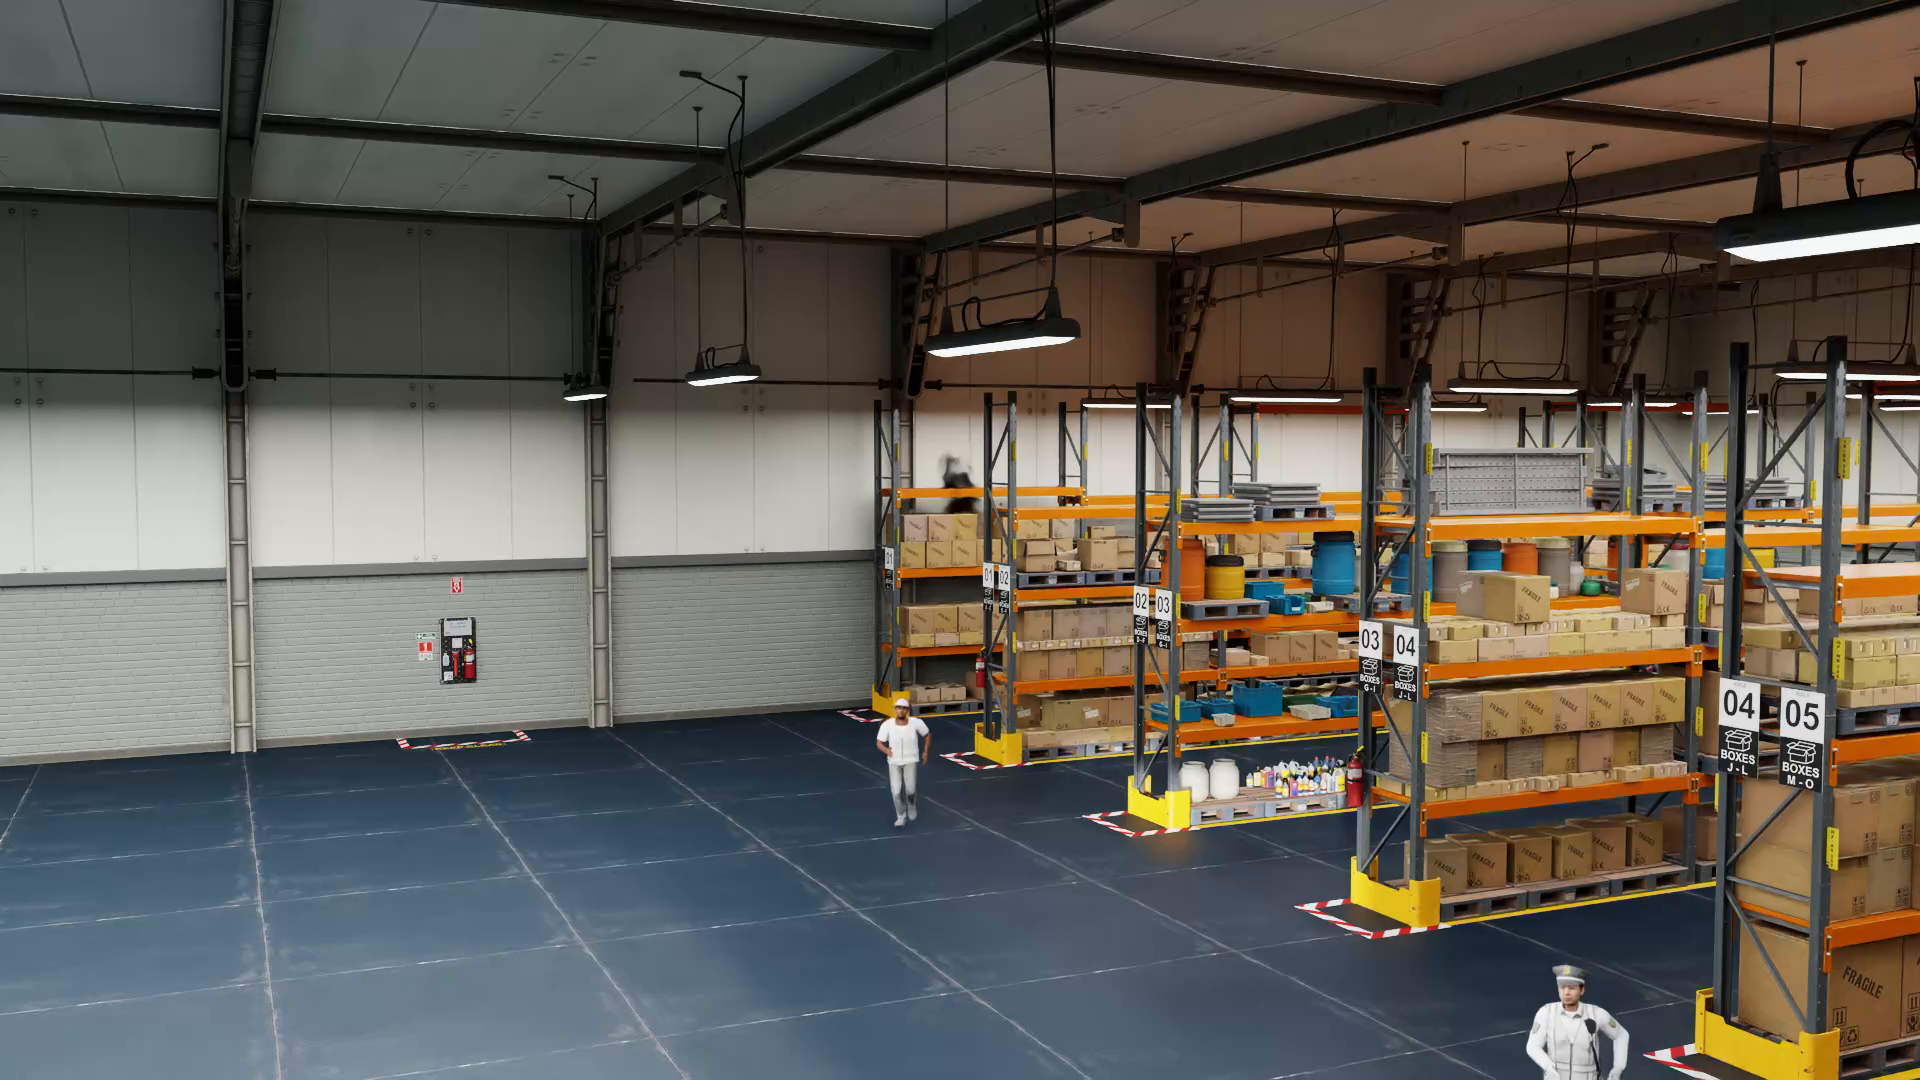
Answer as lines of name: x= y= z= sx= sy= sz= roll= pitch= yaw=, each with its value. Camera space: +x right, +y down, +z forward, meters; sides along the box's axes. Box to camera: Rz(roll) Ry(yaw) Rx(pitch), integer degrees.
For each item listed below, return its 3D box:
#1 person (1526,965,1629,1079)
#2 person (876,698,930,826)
person: x=4.113 y=3.691 z=11.135 sx=0.618 sy=1.711 sz=0.685 roll=2 pitch=4 yaw=29
person: x=-0.771 y=2.992 z=22.314 sx=0.720 sy=1.736 sz=0.603 roll=0 pitch=3 yaw=2
